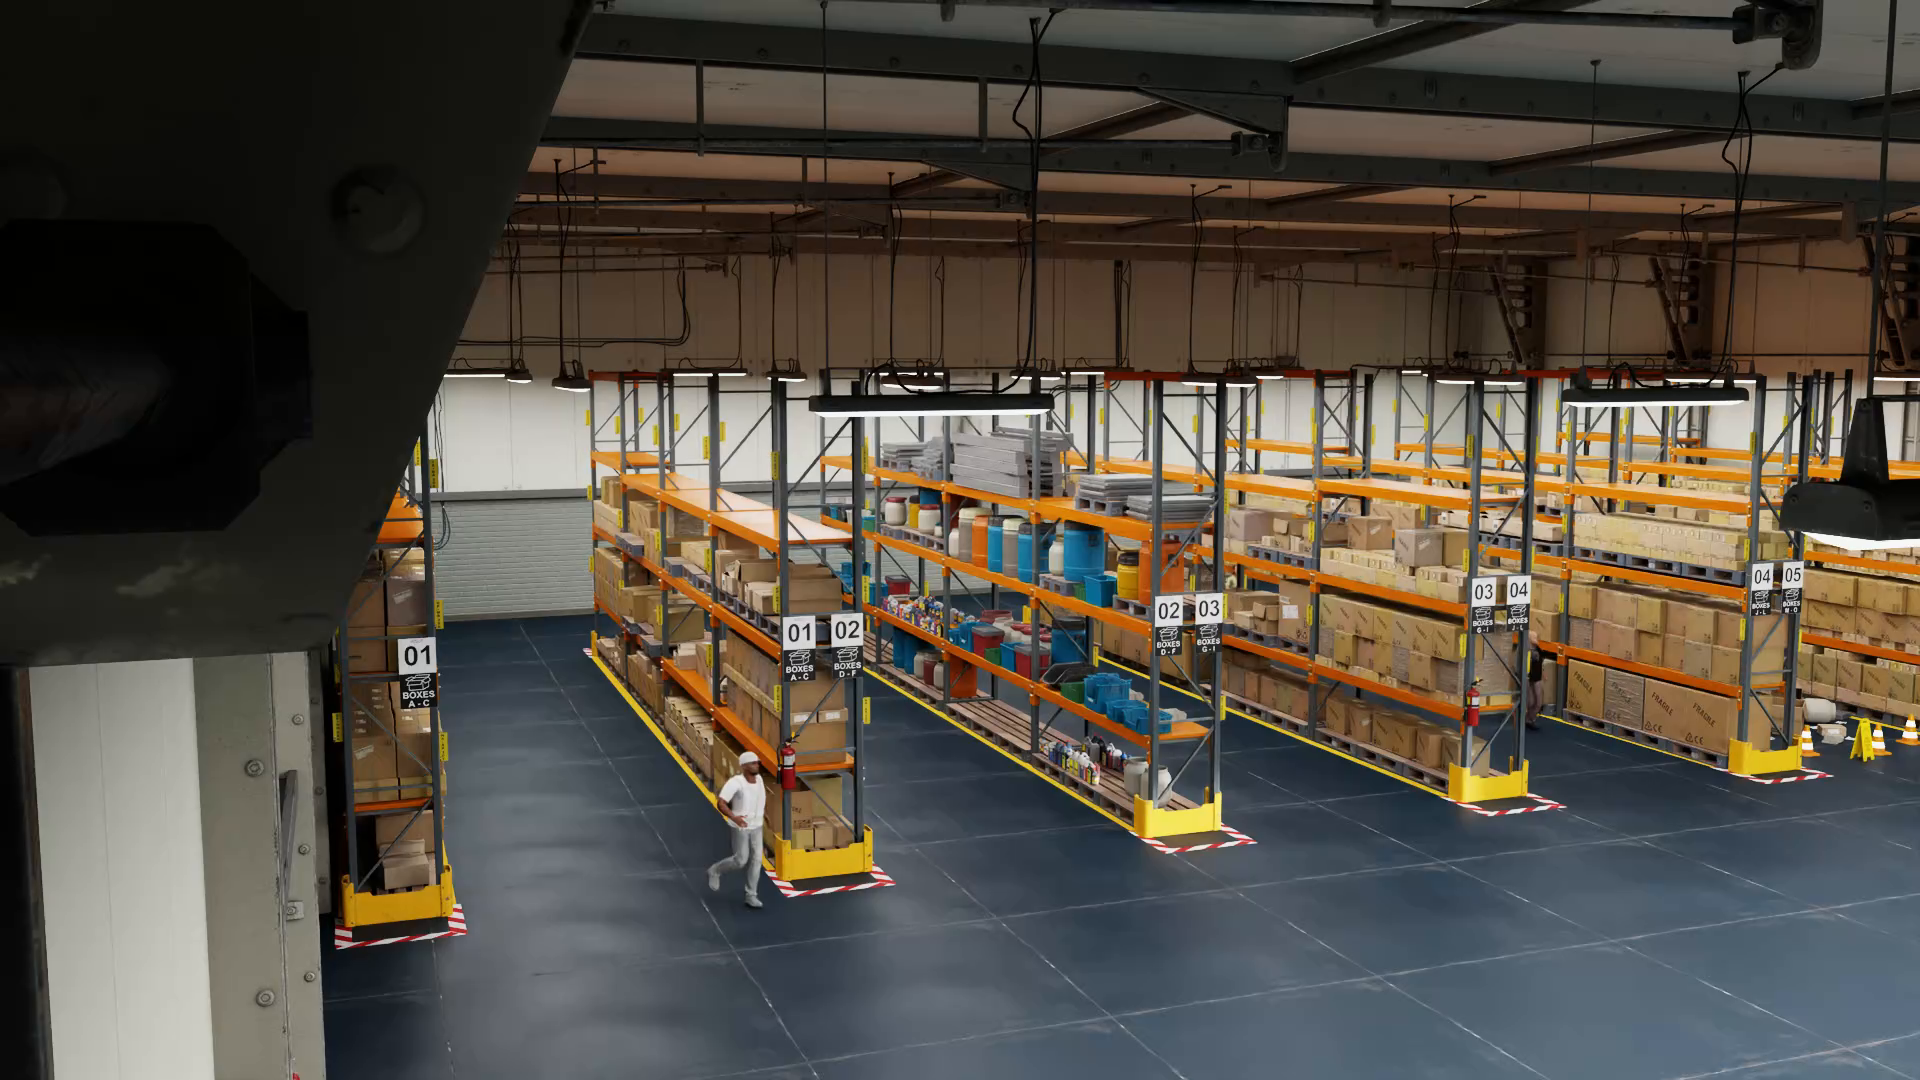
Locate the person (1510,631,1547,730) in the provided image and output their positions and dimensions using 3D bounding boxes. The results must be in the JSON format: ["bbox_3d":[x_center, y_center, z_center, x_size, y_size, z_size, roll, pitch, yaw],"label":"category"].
[{"bbox_3d":[9.603,2.363,28.202,0.647,1.675,0.637,-3,7,-26],"label":"person"}]

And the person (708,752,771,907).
[{"bbox_3d":[-2.468,3.321,19.349,0.859,1.718,0.763,5,8,40],"label":"person"}]

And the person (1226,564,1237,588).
[{"bbox_3d":[6.130,1.369,37.059,0.584,1.708,0.895,-2,7,-17],"label":"person"}]

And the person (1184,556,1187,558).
[{"bbox_3d":[5.174,1.146,39.433,0.700,1.592,0.523,1,7,12],"label":"person"}]
